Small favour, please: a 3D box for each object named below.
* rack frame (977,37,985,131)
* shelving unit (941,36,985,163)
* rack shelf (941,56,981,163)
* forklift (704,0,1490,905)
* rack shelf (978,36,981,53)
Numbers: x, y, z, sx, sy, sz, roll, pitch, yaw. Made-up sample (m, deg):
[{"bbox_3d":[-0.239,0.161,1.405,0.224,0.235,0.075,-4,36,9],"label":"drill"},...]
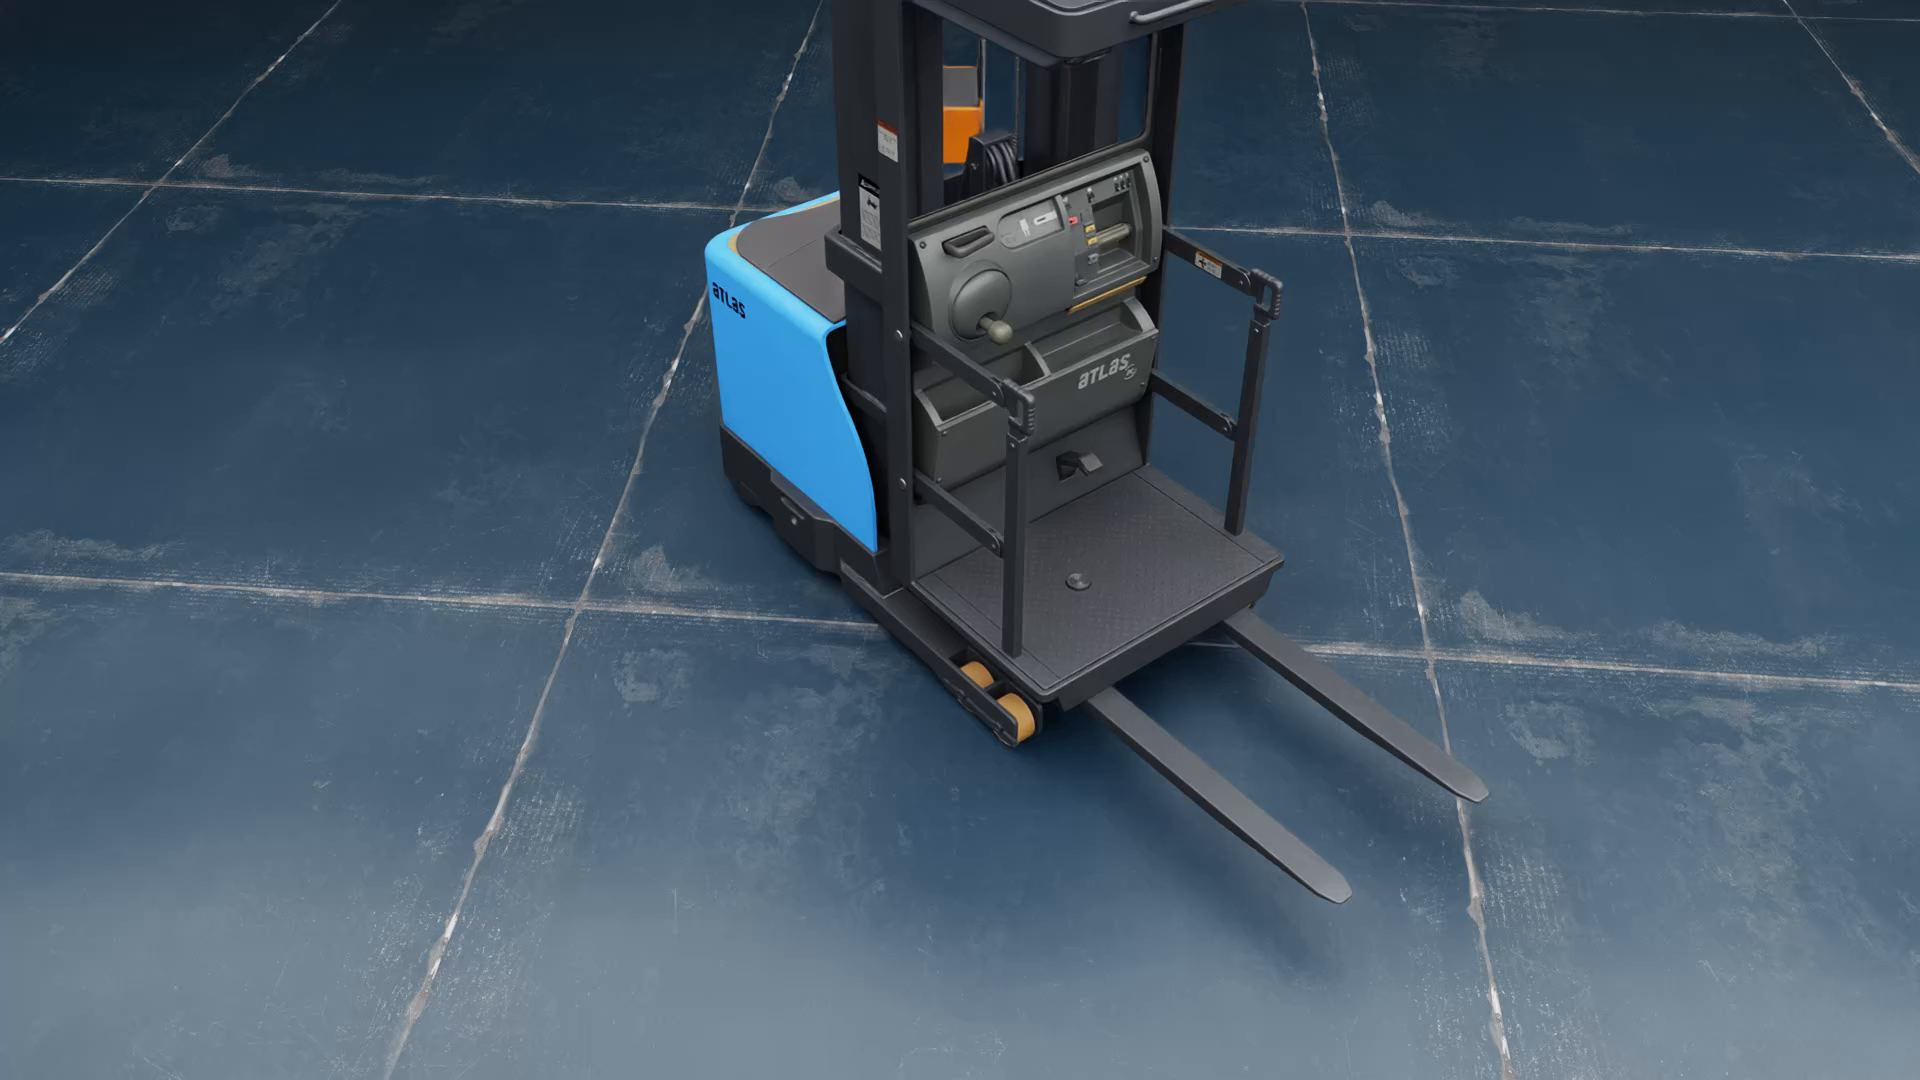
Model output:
[{"bbox_3d":[0.079,-1.584,6.531,0.015,2.100,0.400,0,39,-1],"label":"rack frame"},{"bbox_3d":[-0.165,-1.582,6.529,0.503,2.100,0.431,0,39,-1],"label":"shelving unit"},{"bbox_3d":[-0.165,-1.571,6.537,0.480,0.518,0.431,0,39,-1],"label":"rack shelf"},{"bbox_3d":[0.386,-0.827,4.944,1.130,2.935,3.031,-26,46,-29],"label":"forklift"},{"bbox_3d":[-0.165,-2.115,6.097,0.480,0.518,0.431,0,39,-1],"label":"rack shelf"}]
